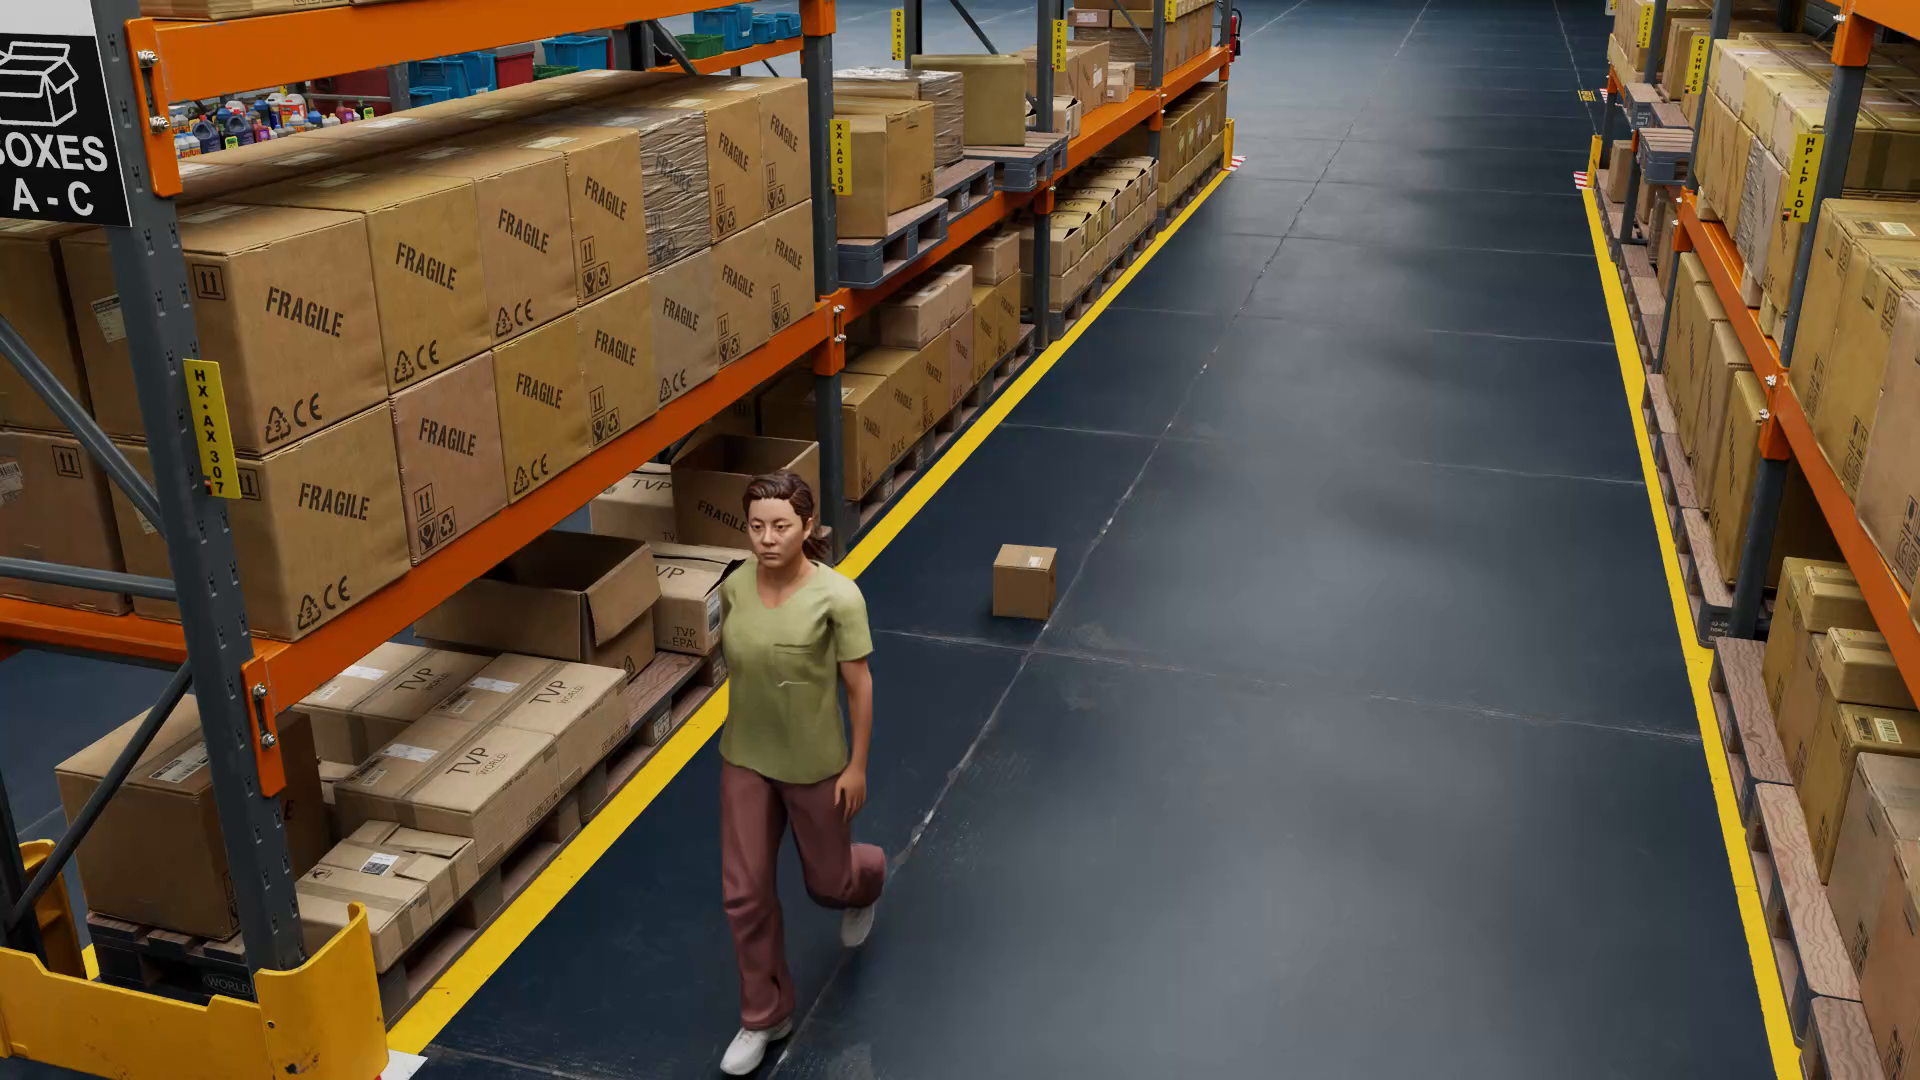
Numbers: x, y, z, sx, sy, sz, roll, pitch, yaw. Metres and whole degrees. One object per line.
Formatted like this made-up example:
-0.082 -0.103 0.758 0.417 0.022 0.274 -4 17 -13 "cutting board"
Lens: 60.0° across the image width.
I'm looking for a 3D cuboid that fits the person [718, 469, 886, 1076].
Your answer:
-0.447 0.592 4.611 0.453 1.638 0.838 7 23 16 "person"
